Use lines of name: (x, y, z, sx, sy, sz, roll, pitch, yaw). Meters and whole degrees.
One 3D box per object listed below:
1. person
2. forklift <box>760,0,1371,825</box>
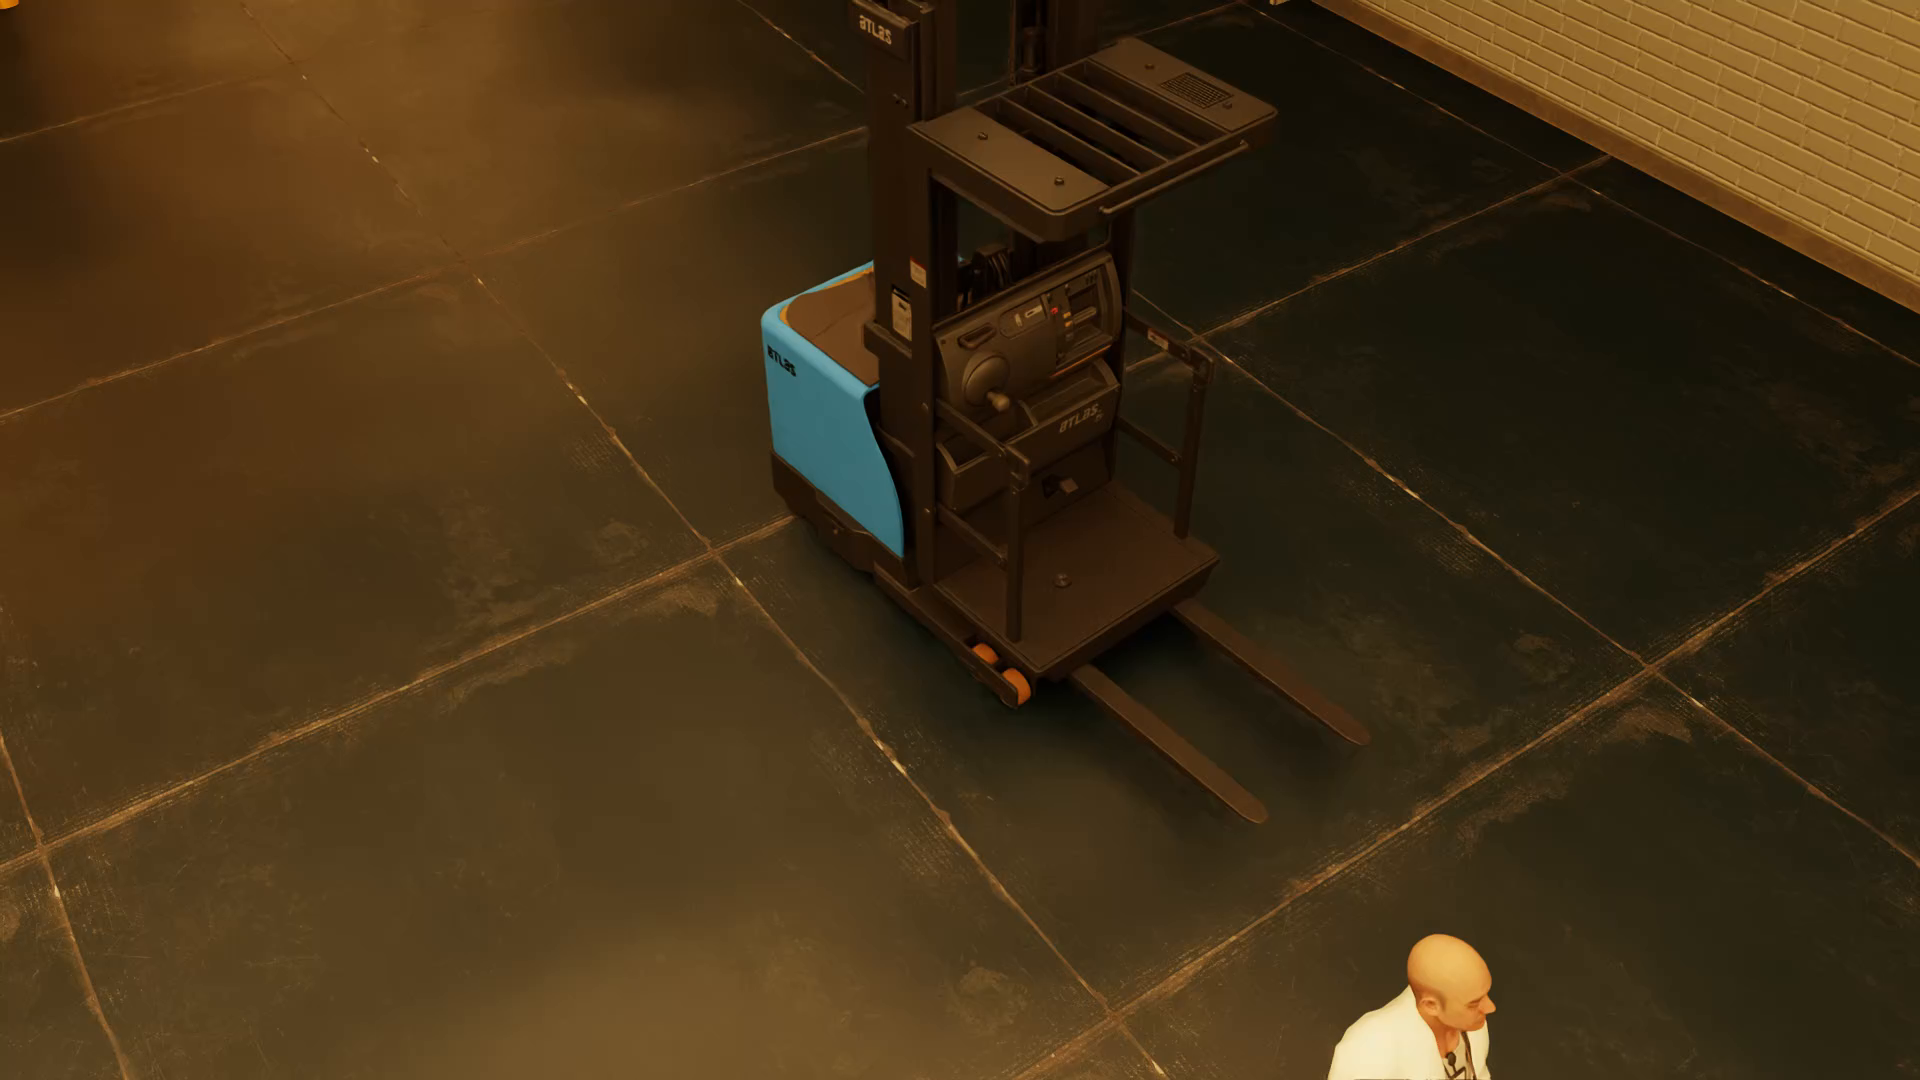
person: (1.303, 1.776, 4.632, 0.692, 1.780, 0.572, -30, 51, -29)
forklift: (0.426, -0.754, 6.534, 1.130, 2.935, 3.031, -30, 50, -28)
